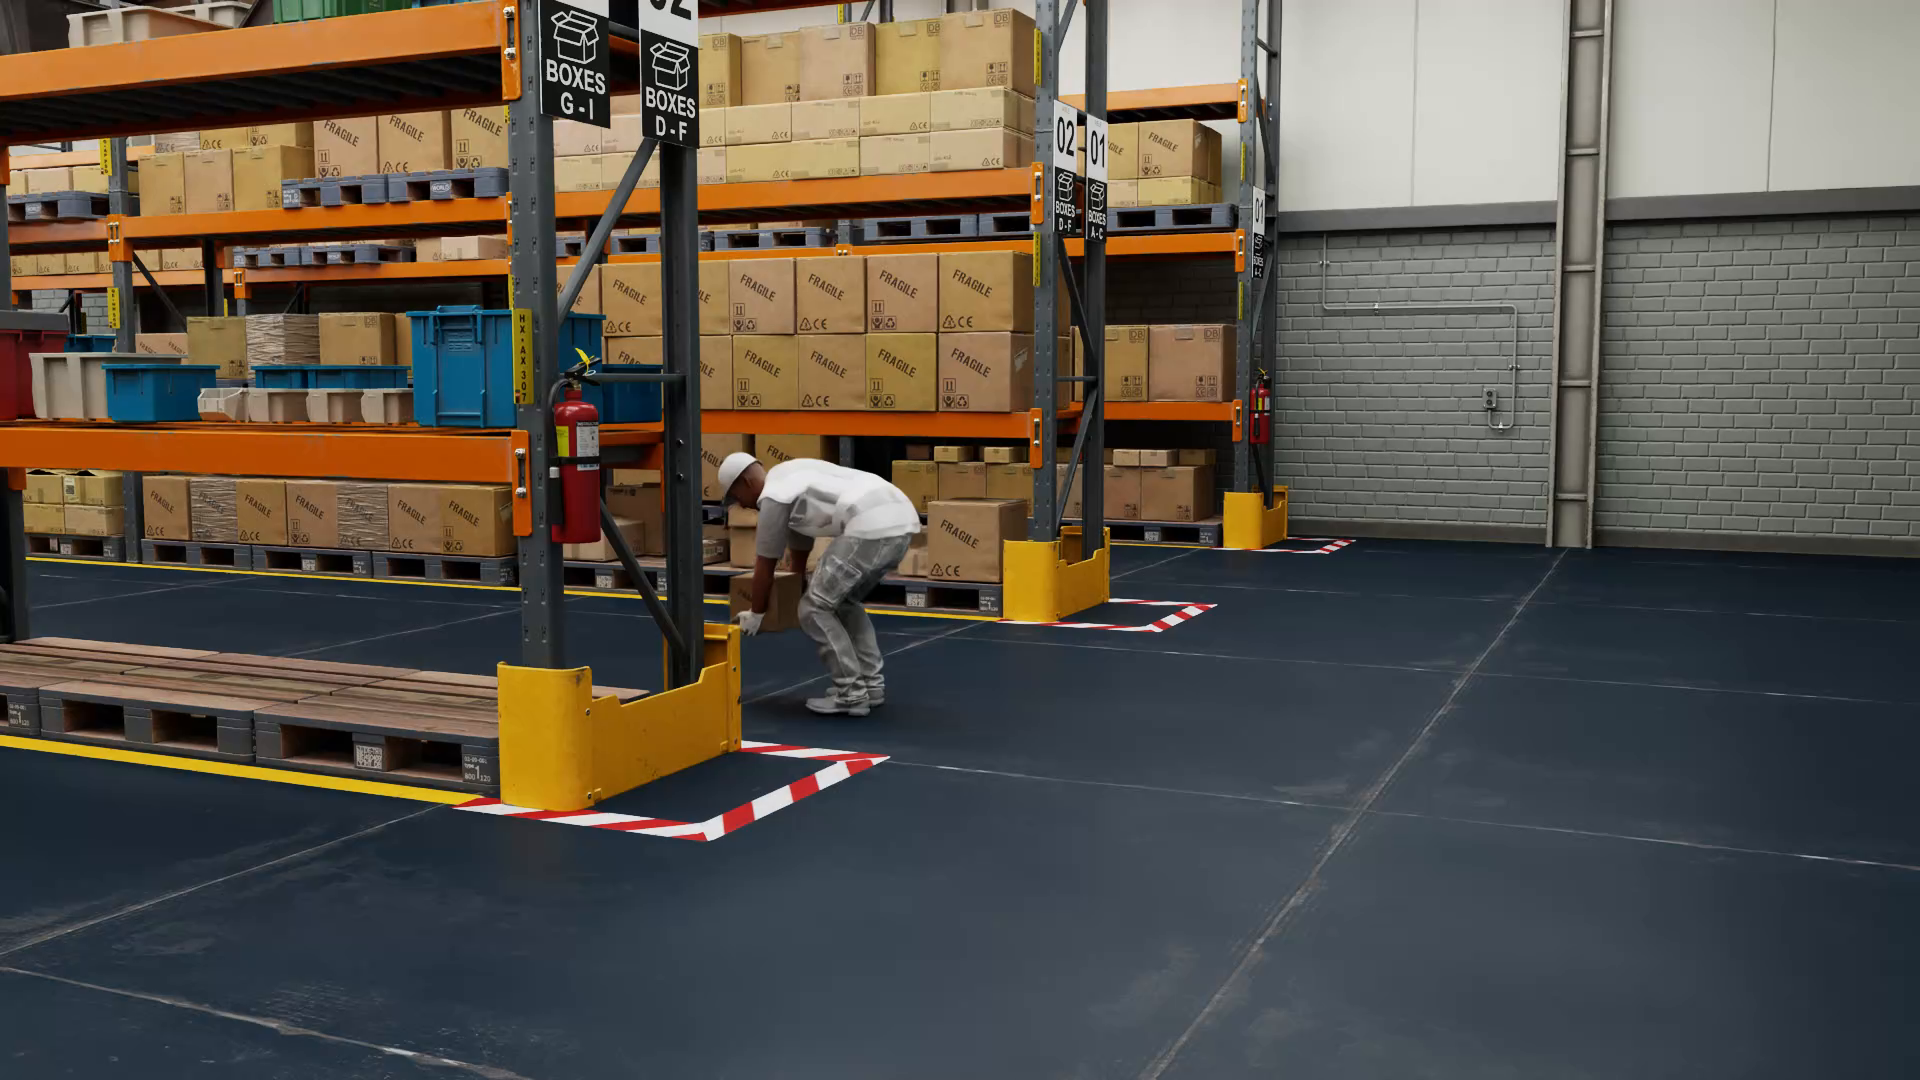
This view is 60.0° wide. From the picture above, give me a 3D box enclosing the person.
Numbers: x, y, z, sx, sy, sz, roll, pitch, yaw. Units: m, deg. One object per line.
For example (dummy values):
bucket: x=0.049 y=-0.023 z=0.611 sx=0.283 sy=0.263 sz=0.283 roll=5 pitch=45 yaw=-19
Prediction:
person: x=-0.668 y=0.187 z=7.636 sx=0.966 sy=1.167 sz=0.516 roll=2 pitch=6 yaw=21
